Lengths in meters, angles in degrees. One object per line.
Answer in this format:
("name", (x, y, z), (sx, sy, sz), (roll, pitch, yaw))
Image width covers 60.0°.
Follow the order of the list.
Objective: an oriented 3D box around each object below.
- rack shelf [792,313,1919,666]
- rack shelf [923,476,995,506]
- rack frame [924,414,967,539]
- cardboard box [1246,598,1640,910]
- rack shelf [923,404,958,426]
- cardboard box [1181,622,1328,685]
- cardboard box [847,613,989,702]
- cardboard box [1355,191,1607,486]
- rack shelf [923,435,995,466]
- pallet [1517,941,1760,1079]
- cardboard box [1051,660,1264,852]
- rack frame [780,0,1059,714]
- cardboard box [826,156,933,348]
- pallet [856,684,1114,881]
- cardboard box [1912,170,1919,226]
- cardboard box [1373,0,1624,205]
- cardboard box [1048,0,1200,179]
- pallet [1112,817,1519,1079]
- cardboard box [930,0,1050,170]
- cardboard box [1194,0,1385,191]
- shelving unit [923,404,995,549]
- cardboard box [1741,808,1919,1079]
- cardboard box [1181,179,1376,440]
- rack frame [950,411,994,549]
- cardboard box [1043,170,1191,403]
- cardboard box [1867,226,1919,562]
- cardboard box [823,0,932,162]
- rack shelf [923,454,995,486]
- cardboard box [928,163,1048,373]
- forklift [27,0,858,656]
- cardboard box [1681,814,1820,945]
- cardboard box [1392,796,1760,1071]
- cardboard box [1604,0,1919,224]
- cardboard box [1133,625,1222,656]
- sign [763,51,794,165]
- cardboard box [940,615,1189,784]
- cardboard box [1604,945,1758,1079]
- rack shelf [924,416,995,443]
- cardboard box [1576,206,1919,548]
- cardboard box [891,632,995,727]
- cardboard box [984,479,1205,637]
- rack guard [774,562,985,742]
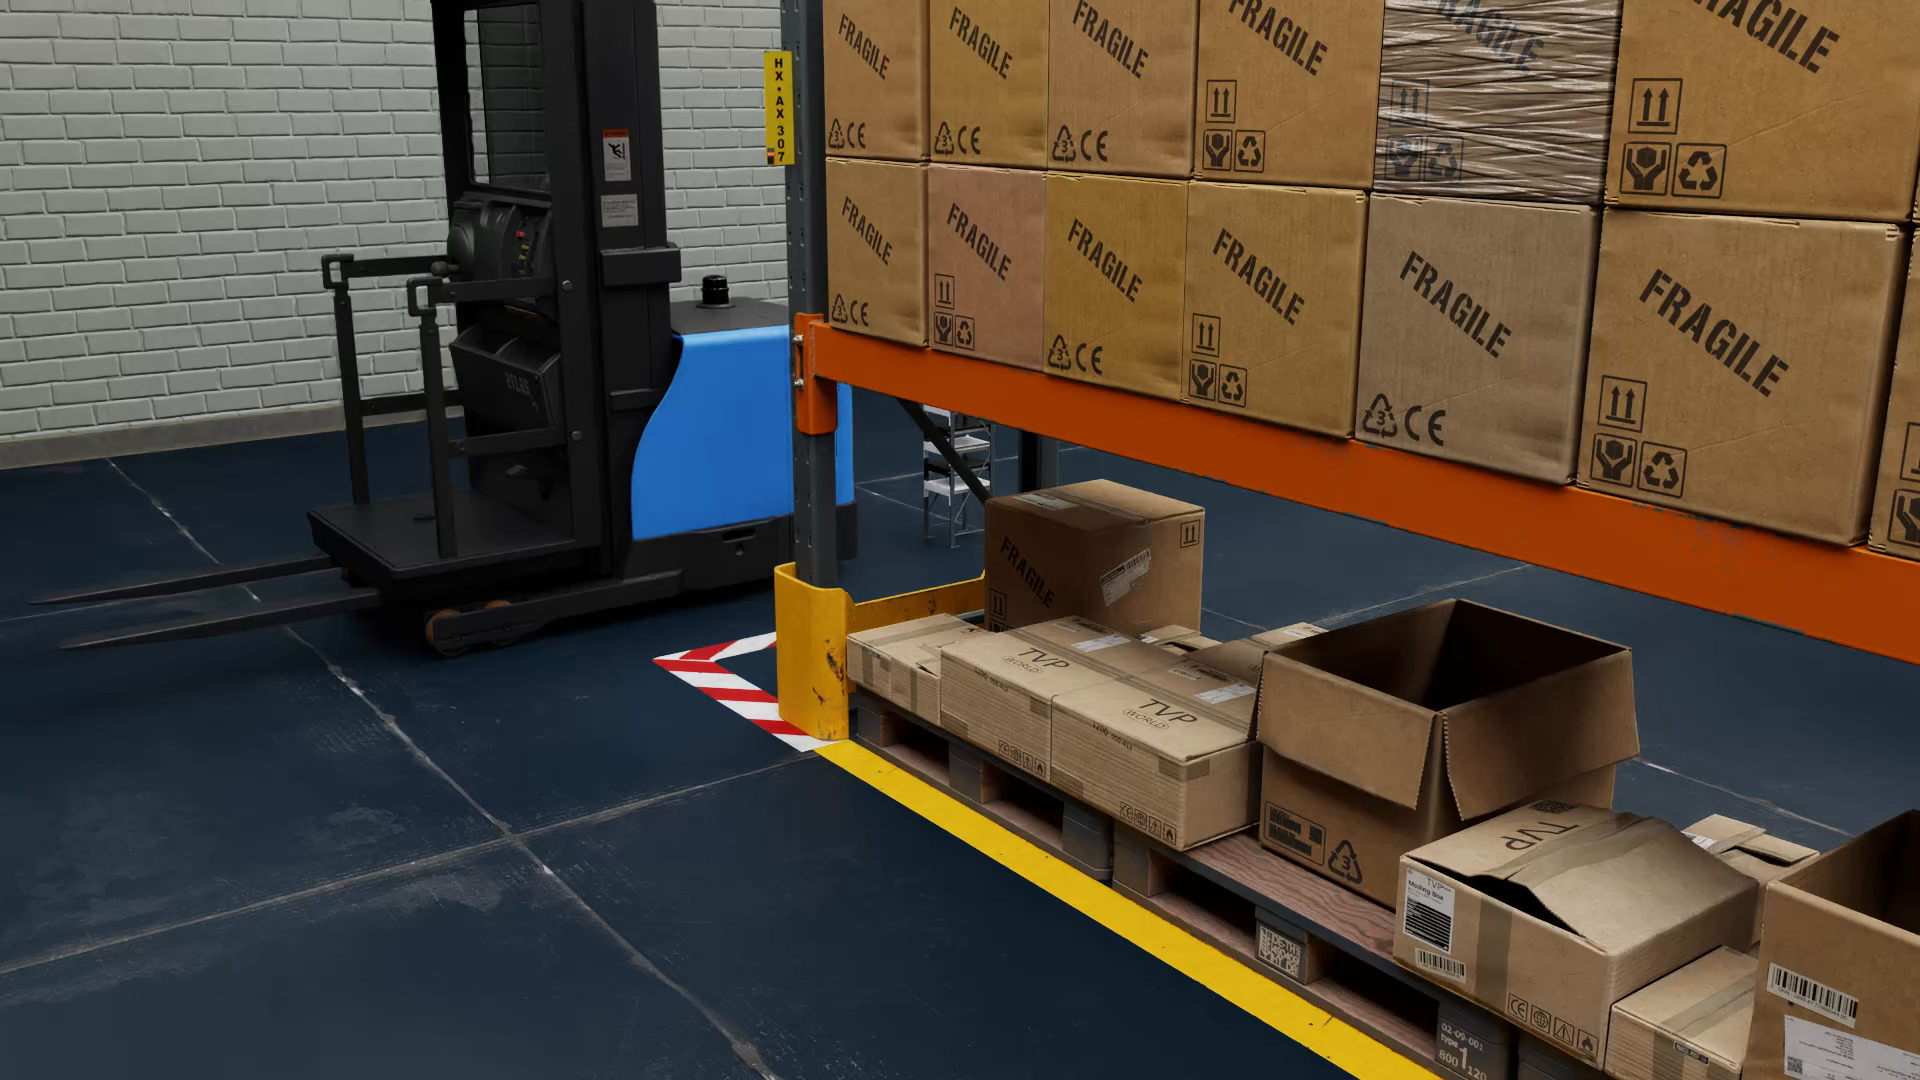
("rack shelf", (1.082, -0.173, 3.888), (1.077, 0.370, 4.000), (-11, 19, -35))
("rack shelf", (-0.005, -0.230, 7.520), (0.258, 0.077, 0.200), (-11, 19, -35))
("rack frame", (-0.065, -0.457, 7.543), (0.240, 0.900, 0.006), (-11, 19, -35))
("cardboard box", (1.149, 0.499, 3.967), (0.797, 0.503, 0.637), (-11, 19, -35))
("rack shelf", (-0.005, -0.577, 7.425), (0.258, 0.077, 0.200), (-11, 19, -35))
("cardboard box", (0.959, 0.453, 4.616), (0.500, 0.250, 0.500), (-11, 19, -35))
("cardboard box", (-0.126, 0.359, 5.150), (0.380, 0.149, 0.250), (-11, 19, -35))
("cardboard box", (1.148, -0.427, 3.265), (0.500, 0.500, 0.500), (-10, 18, -33))
("rack shelf", (-0.005, -0.404, 7.472), (0.258, 0.077, 0.200), (-11, 19, -35))
("pallet", (1.855, 1.106, 3.137), (1.003, 0.211, 1.213), (-11, 19, -35))
("cardboard box", (0.584, 0.541, 4.293), (0.500, 0.250, 0.500), (-11, 19, -35))
("rack frame", (-0.094, -0.947, 5.353), (1.000, 3.000, 0.127), (-11, 19, -35))
("cardboard box", (-0.047, -0.859, 4.845), (0.500, 0.500, 0.500), (-10, 18, -33))
("pallet", (0.420, 0.585, 5.041), (1.003, 0.211, 1.213), (-11, 19, -35))
("cardboard box", (1.751, -0.691, 2.335), (0.500, 0.500, 0.500), (-11, 19, -34))
("cardboard box", (1.151, -0.908, 3.127), (0.500, 0.500, 0.500), (-11, 19, -34))
("cardboard box", (0.557, -1.124, 3.916), (0.500, 0.500, 0.500), (-11, 19, -34))
("pallet", (1.133, 0.845, 4.090), (1.003, 0.211, 1.213), (-11, 19, -35))
("cardboard box", (0.267, -1.231, 4.309), (0.500, 0.500, 0.500), (-11, 19, -34))
("cardboard box", (0.856, -1.015, 3.520), (0.500, 0.500, 0.500), (-11, 19, -35))
("shelving unit", (-0.005, -0.436, 7.464), (0.258, 0.900, 0.210), (-11, 19, -35))
("cardboard box", (1.693, 0.823, 2.788), (0.500, 0.500, 0.500), (-11, 19, -35))
("cardboard box", (0.846, -0.535, 3.661), (0.500, 0.500, 0.500), (-11, 19, -34))
("rack frame", (0.055, -0.414, 7.384), (0.240, 0.900, 0.006), (-11, 19, -35))
("cardboard box", (0.554, -0.642, 4.052), (0.500, 0.500, 0.500), (-11, 19, -35))
("cardboard box", (1.756, -0.208, 2.464), (0.500, 0.500, 0.500), (-10, 18, -34))
("cardboard box", (-0.047, -1.342, 4.713), (0.500, 0.500, 0.500), (-10, 18, -33))
("rack shelf", (-0.005, -0.317, 7.496), (0.258, 0.077, 0.200), (-11, 19, -35))
("cardboard box", (0.261, -0.750, 4.445), (0.500, 0.500, 0.500), (-11, 19, -35))
("forklift", (-1.922, -1.150, 6.226), (3.031, 2.935, 1.130), (-11, 19, -35))
("cardboard box", (1.669, 0.755, 3.668), (0.380, 0.166, 0.250), (-11, 19, -35))
("cardboard box", (1.252, 0.754, 3.398), (0.500, 0.311, 0.500), (-11, 19, -35))
("cardboard box", (1.447, -0.800, 2.733), (0.500, 0.500, 0.500), (-11, 19, -36))
("cardboard box", (0.590, 0.386, 5.018), (0.380, 0.166, 0.250), (-11, 19, -35))
("sign", (-0.533, -1.280, 4.931), (0.100, 0.325, 0.005), (-11, 19, -35))
("cardboard box", (0.290, 0.434, 4.683), (0.500, 0.250, 0.500), (-11, 19, -35))
("cardboard box", (1.424, 0.922, 3.093), (0.380, 0.149, 0.250), (-11, 19, -35))
("rack shelf", (-0.005, -0.490, 7.449), (0.258, 0.077, 0.200), (-11, 19, -35))
("cardboard box", (1.452, -0.318, 2.865), (0.500, 0.500, 0.500), (-10, 18, -33))
("cardboard box", (0.021, 0.404, 4.953), (0.380, 0.166, 0.250), (-11, 19, -35))
("cardboard box", (0.425, 0.125, 5.341), (0.500, 0.500, 0.500), (-11, 19, -35))
("rack guard", (-0.050, 0.275, 5.624), (1.175, 0.500, 0.348), (-11, 19, -35))
